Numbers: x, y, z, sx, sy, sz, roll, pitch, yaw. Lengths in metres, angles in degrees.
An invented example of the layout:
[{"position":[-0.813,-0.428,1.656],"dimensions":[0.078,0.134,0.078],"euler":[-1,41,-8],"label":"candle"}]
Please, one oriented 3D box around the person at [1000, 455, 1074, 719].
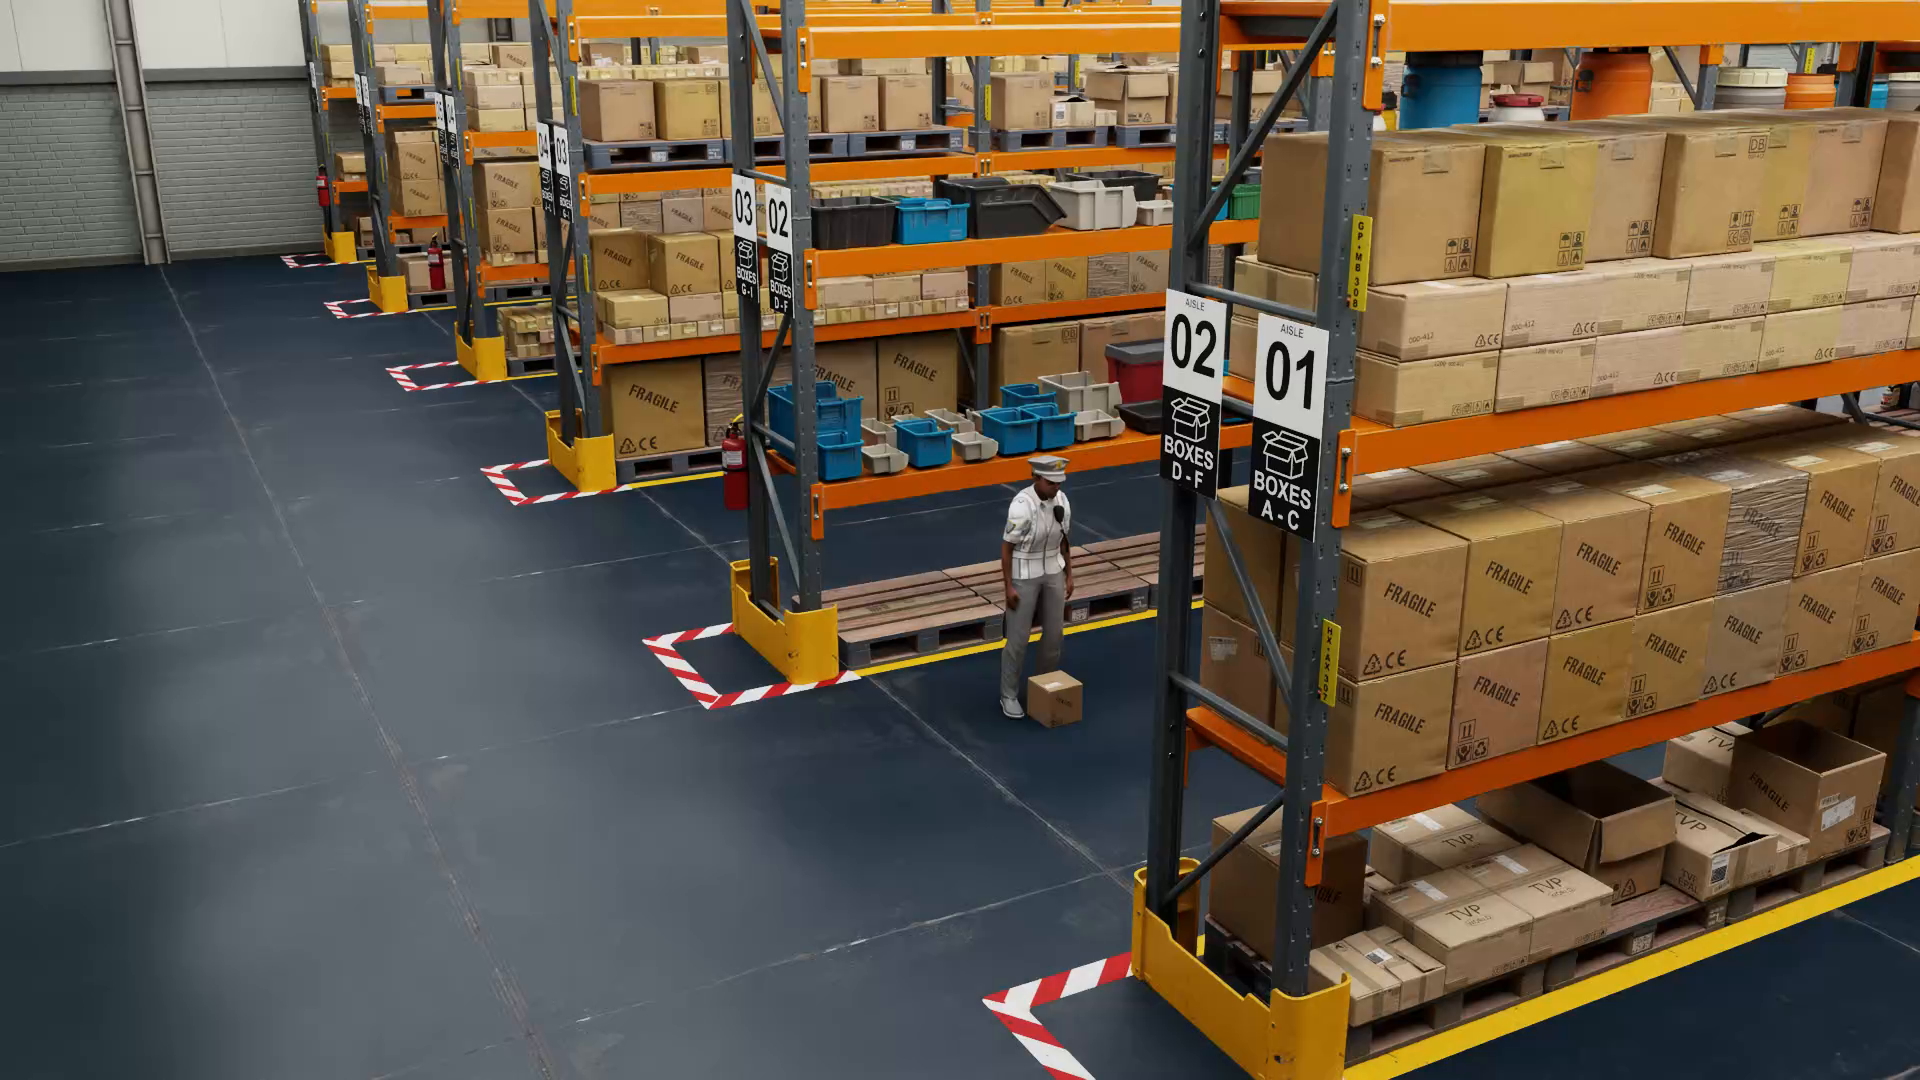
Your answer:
[{"position":[0.476,0.264,10.363],"dimensions":[0.521,1.659,0.398],"euler":[-10,21,-28],"label":"person"}]
